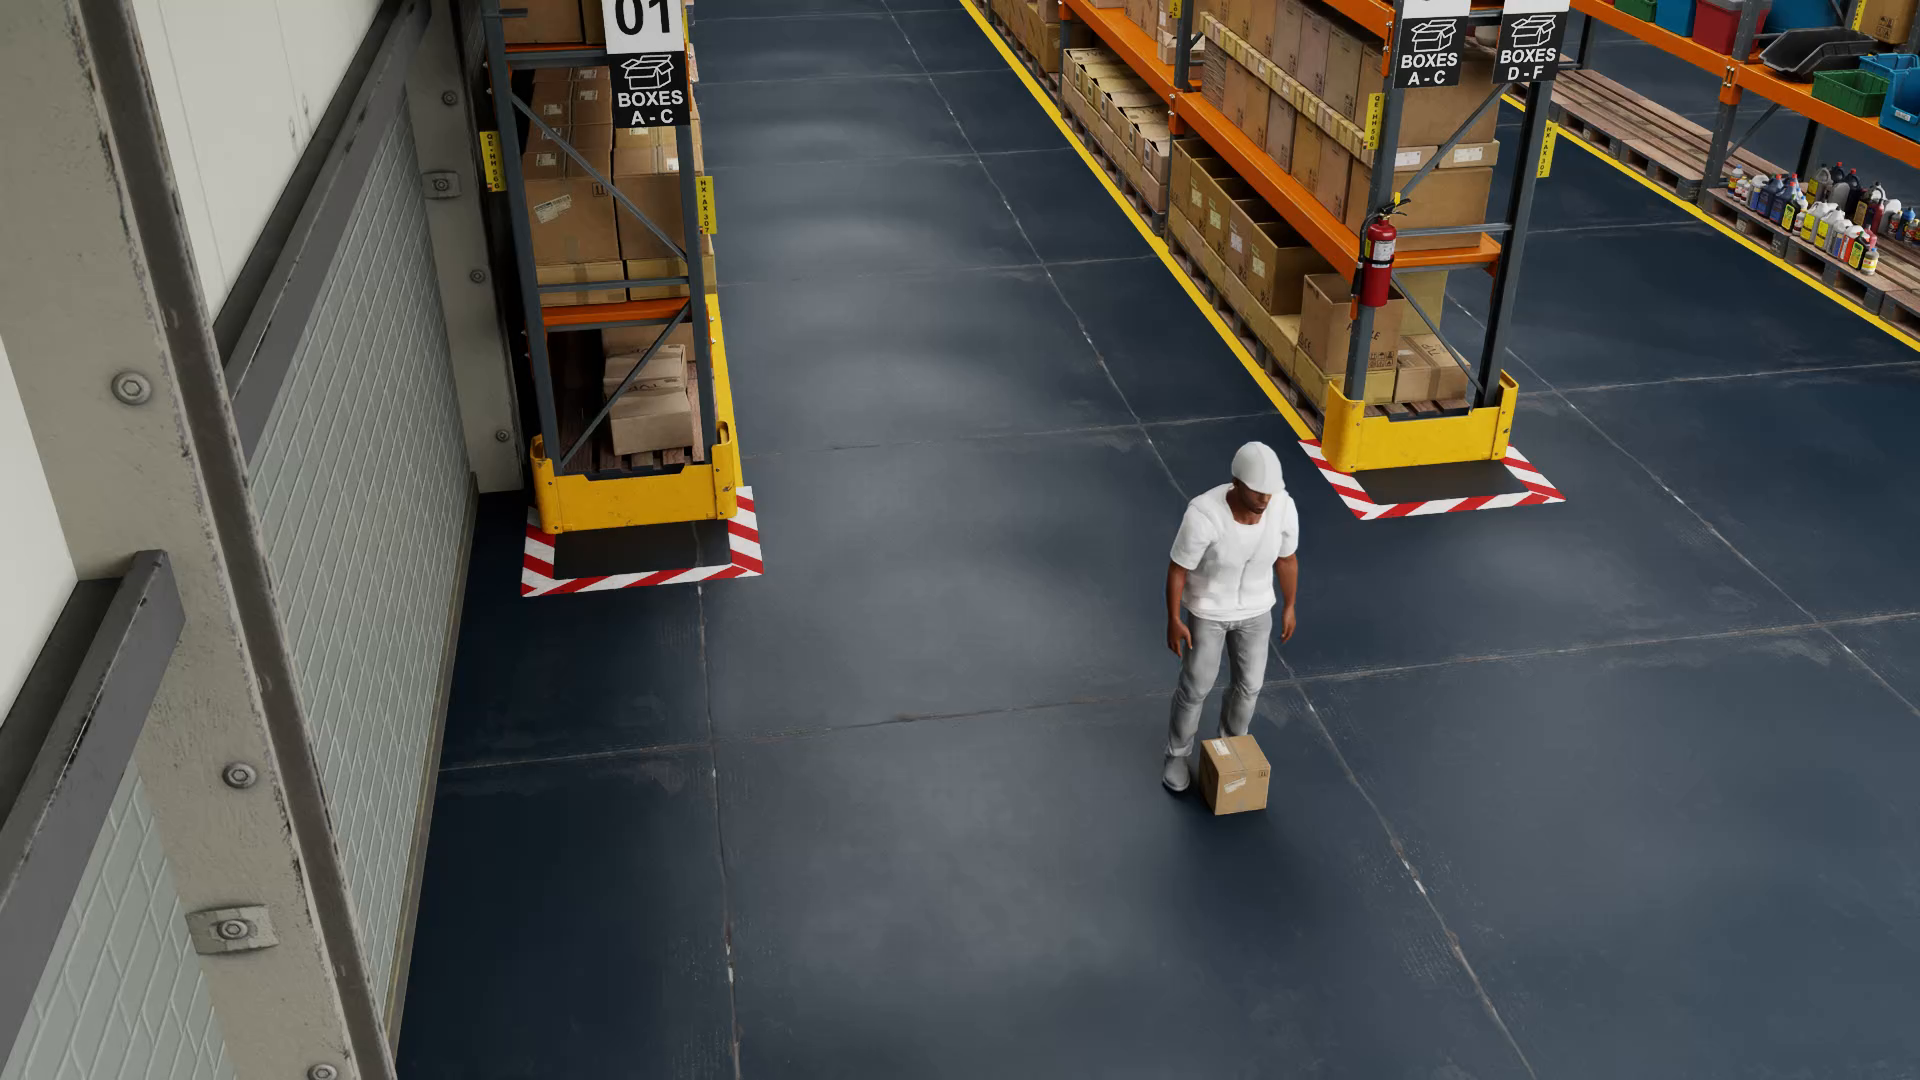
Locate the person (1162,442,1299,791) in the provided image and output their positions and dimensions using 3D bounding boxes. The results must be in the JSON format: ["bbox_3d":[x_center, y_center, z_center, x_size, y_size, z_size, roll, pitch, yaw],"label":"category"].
[{"bbox_3d":[1.235,0.331,7.557,0.635,1.760,0.455,-7,31,-12],"label":"person"}]
